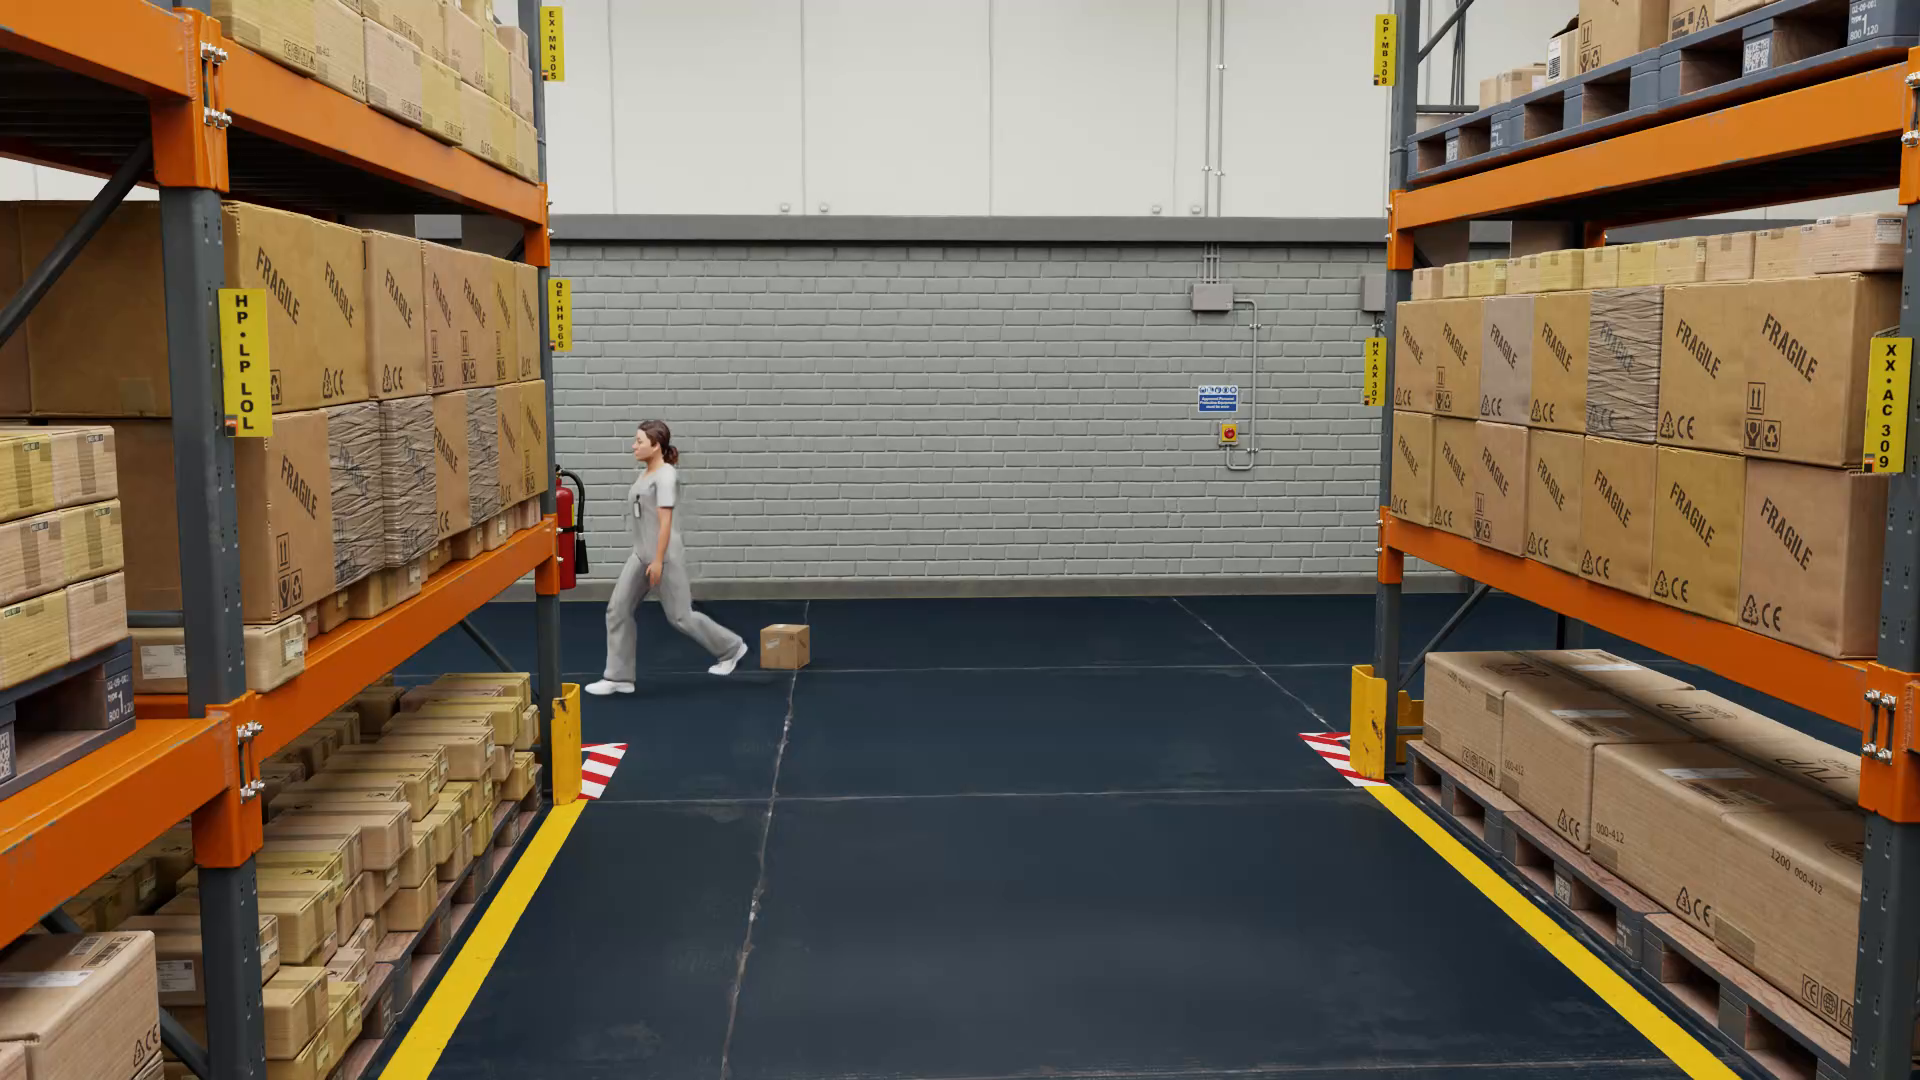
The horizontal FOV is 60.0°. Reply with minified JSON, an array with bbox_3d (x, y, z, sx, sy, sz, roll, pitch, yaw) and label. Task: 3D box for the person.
[{"bbox_3d":[-1.756,0.094,9.935,0.995,1.615,0.447,-5,9,-37],"label":"person"}]
